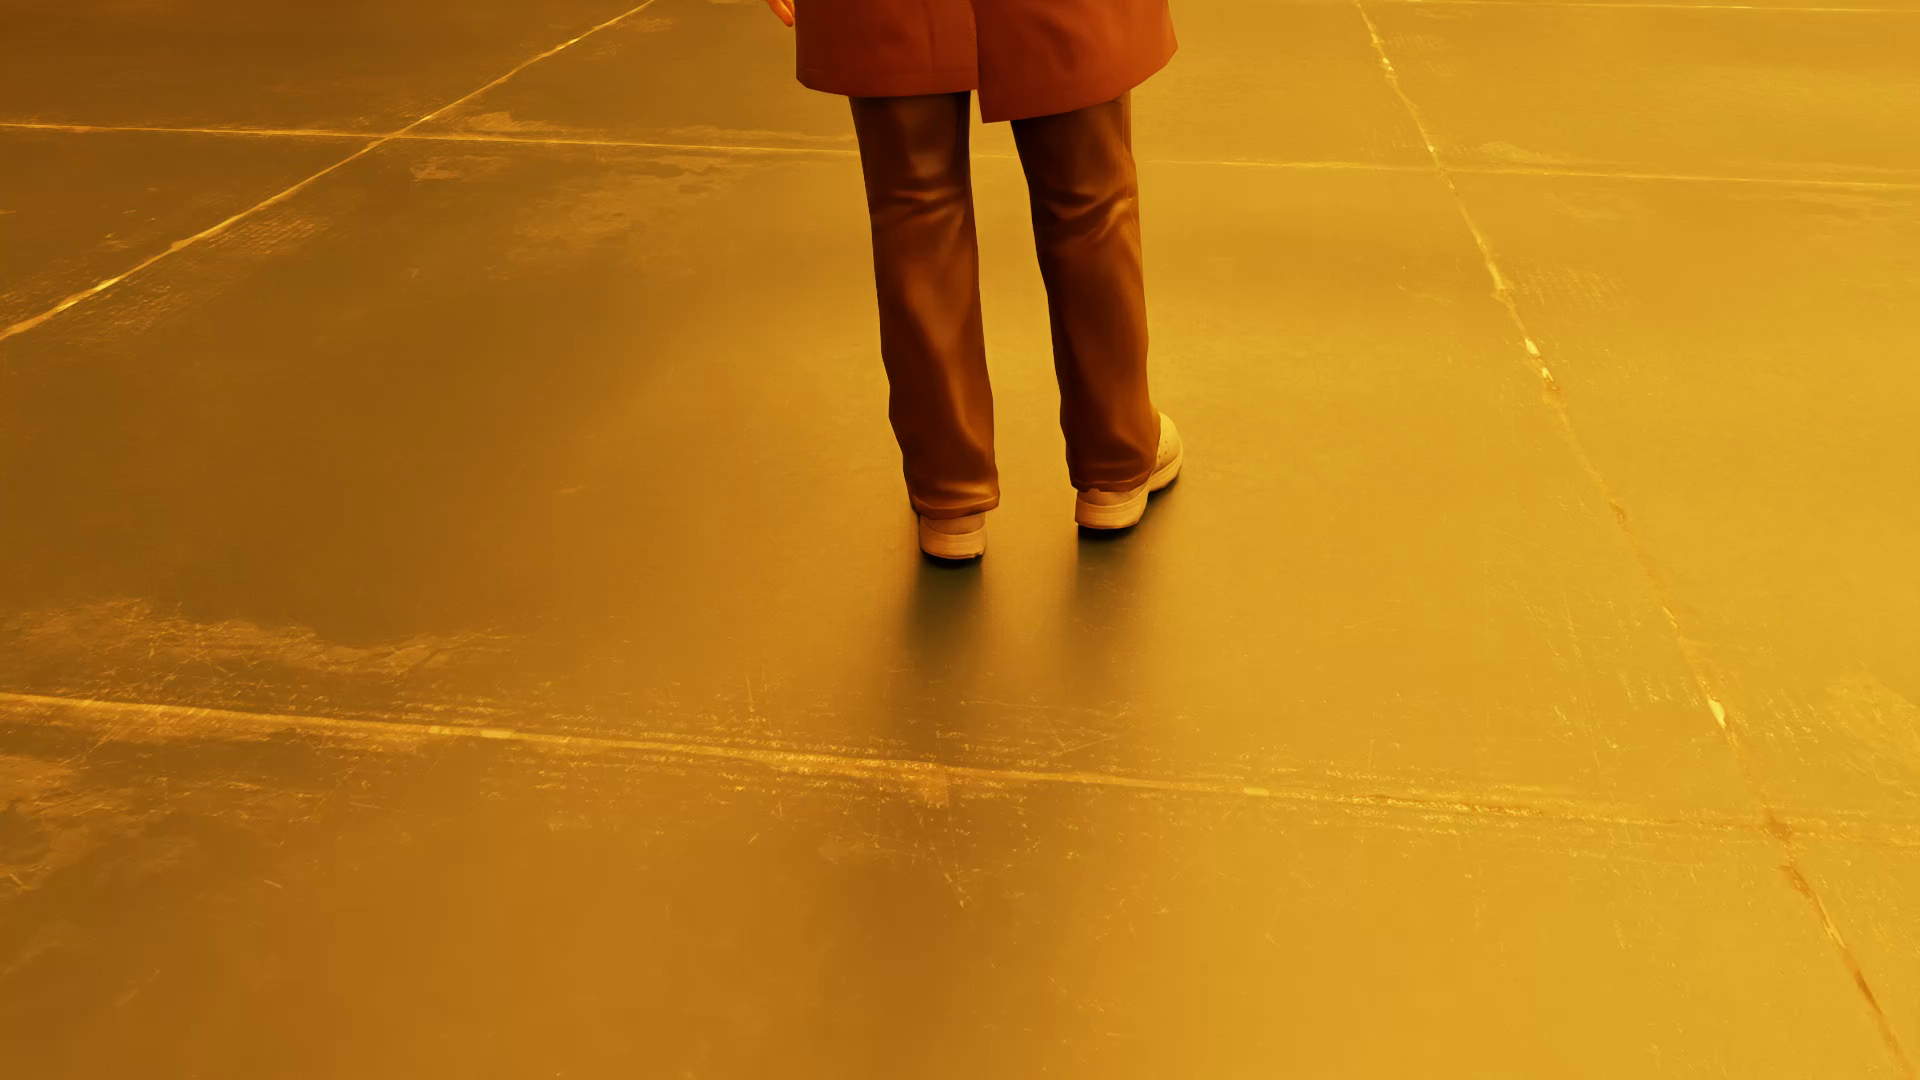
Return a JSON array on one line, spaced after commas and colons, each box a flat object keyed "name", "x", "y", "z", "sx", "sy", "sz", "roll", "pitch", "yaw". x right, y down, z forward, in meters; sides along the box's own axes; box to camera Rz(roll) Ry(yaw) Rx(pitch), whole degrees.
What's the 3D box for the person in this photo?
[{"name": "person", "x": 0.016, "y": -0.843, "z": 2.181, "sx": 0.698, "sy": 1.778, "sz": 0.578, "roll": 3, "pitch": 27, "yaw": 7}]
